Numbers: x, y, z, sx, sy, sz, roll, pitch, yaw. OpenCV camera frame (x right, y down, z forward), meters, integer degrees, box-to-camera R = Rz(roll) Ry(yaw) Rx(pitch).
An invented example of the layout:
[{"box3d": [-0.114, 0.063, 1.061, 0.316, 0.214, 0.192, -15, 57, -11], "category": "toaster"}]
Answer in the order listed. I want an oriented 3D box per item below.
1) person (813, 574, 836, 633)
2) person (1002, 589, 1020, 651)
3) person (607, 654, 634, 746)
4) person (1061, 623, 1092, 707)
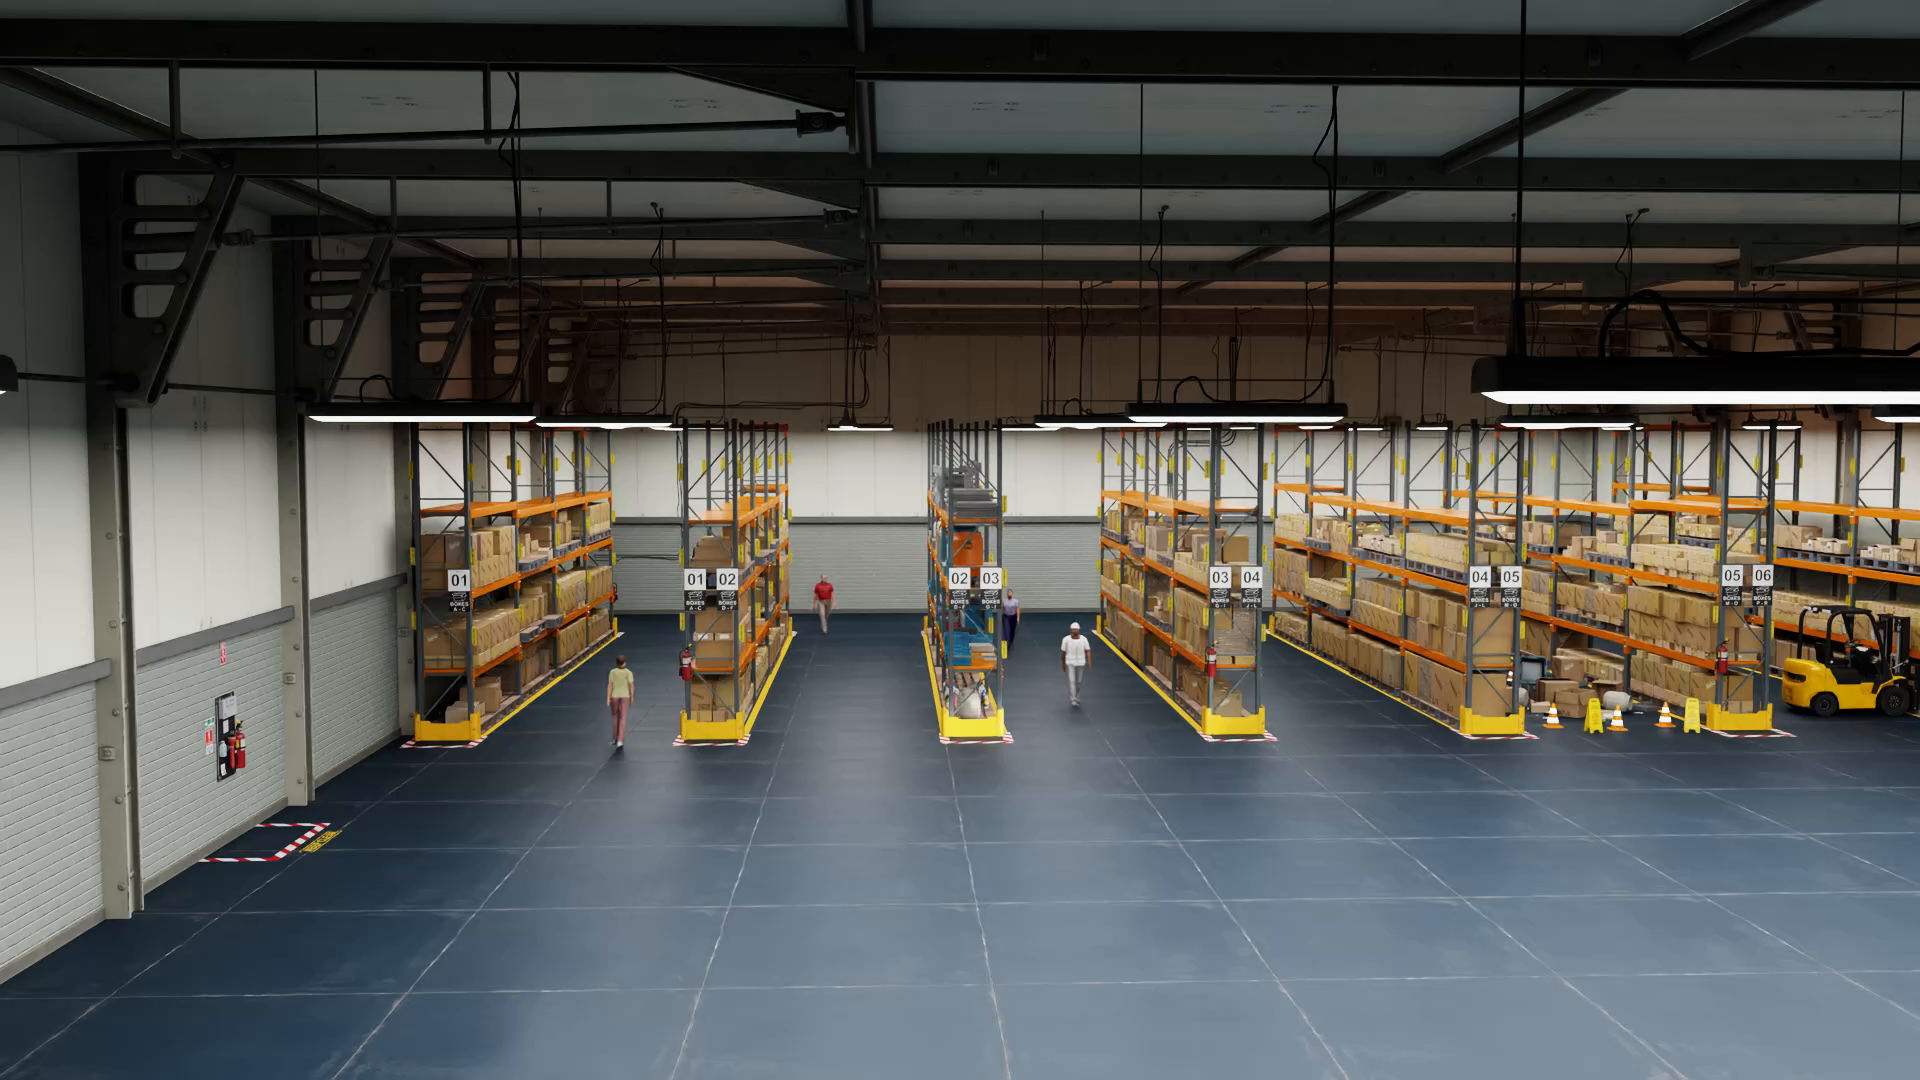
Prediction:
[{"box3d": [-3.880, 1.817, 47.702, 0.608, 1.657, 1.089, -1, 4, -22], "category": "person"}, {"box3d": [1.332, 2.093, 44.072, 0.498, 1.583, 1.022, 0, 4, -6], "category": "person"}, {"box3d": [-6.227, 2.962, 30.524, 0.483, 1.715, 0.593, 0, 4, -6], "category": "person"}, {"box3d": [2.455, 2.605, 34.898, 0.590, 1.728, 0.962, 0, 4, -6], "category": "person"}]
